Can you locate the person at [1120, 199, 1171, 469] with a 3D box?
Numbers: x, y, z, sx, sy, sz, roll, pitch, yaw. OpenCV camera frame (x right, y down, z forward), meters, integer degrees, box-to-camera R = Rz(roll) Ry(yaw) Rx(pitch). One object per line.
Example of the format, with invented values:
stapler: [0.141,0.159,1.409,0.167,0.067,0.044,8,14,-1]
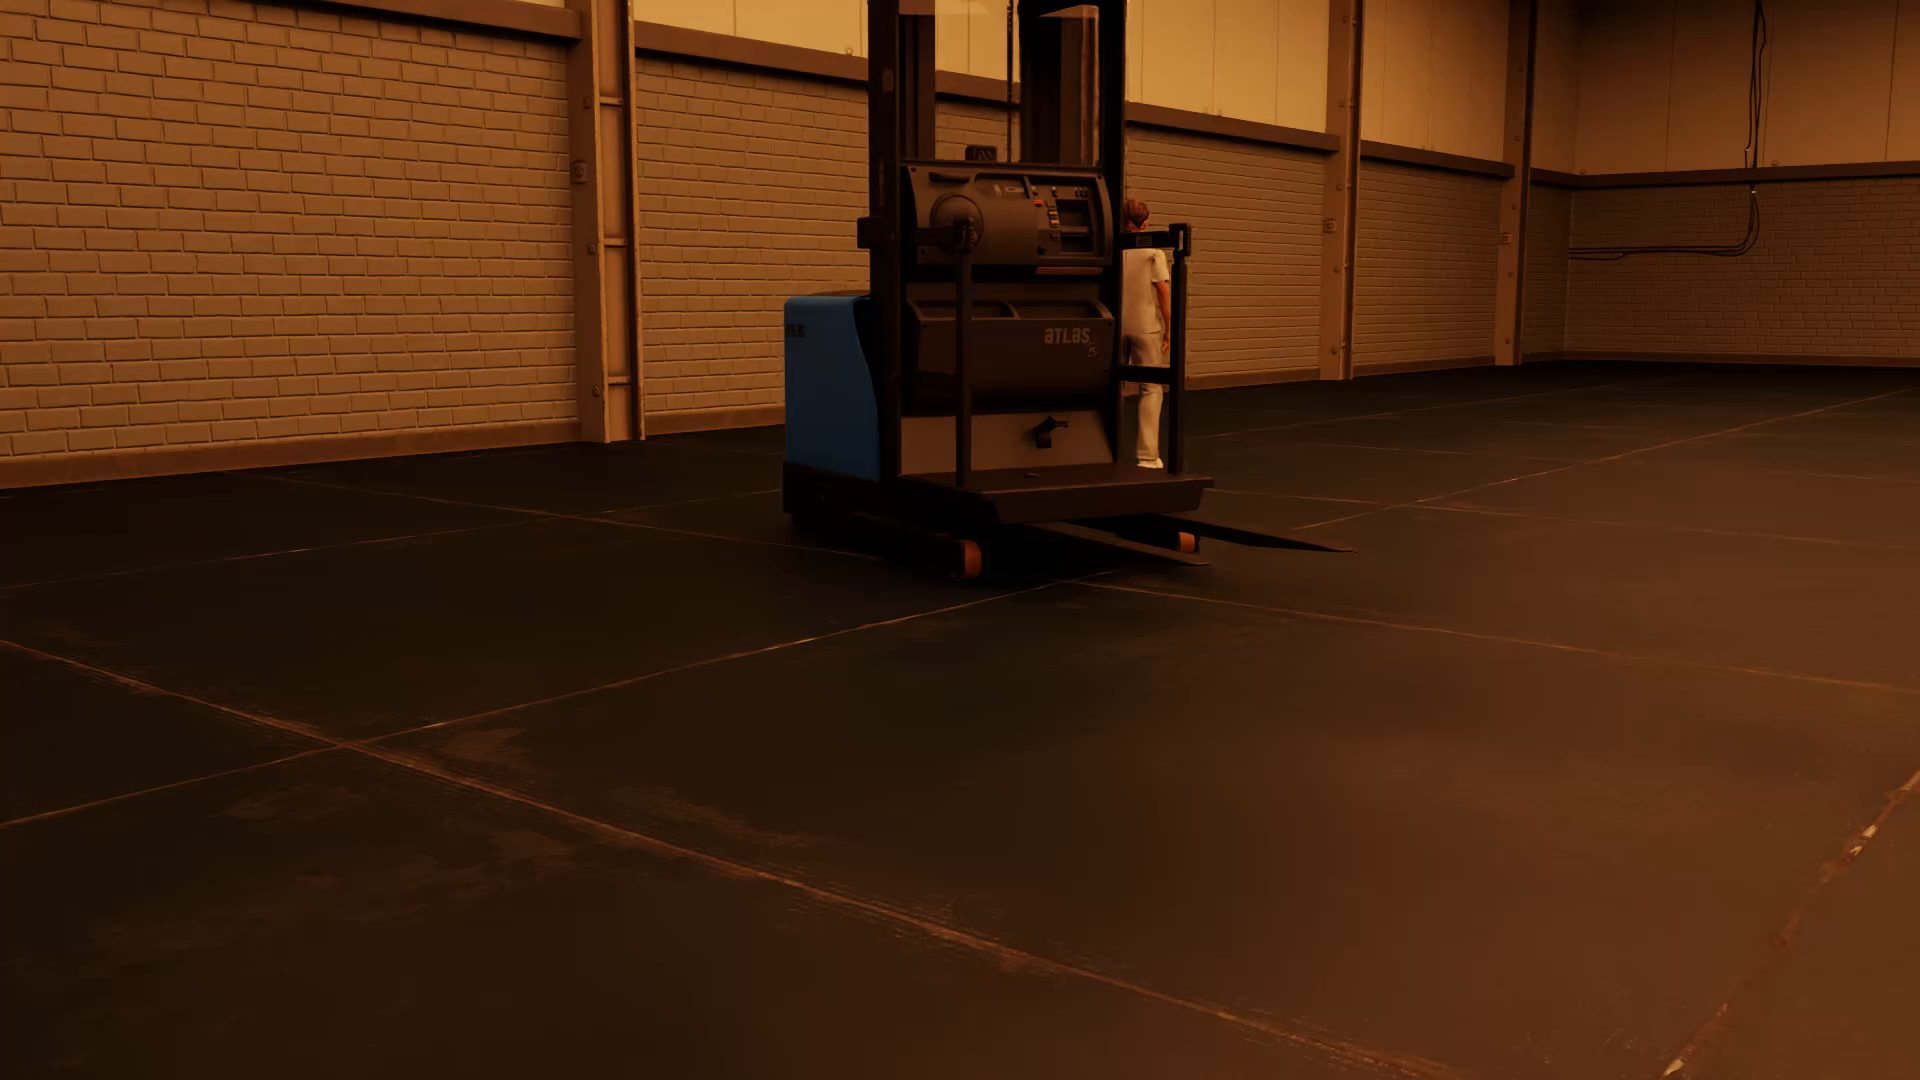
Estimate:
person: [1.086,-1.267,10.379,0.504,1.680,0.412,3,9,20]

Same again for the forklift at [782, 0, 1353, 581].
forklift: [0.318,-1.366,6.620,1.130,2.935,3.031,-5,9,-28]
